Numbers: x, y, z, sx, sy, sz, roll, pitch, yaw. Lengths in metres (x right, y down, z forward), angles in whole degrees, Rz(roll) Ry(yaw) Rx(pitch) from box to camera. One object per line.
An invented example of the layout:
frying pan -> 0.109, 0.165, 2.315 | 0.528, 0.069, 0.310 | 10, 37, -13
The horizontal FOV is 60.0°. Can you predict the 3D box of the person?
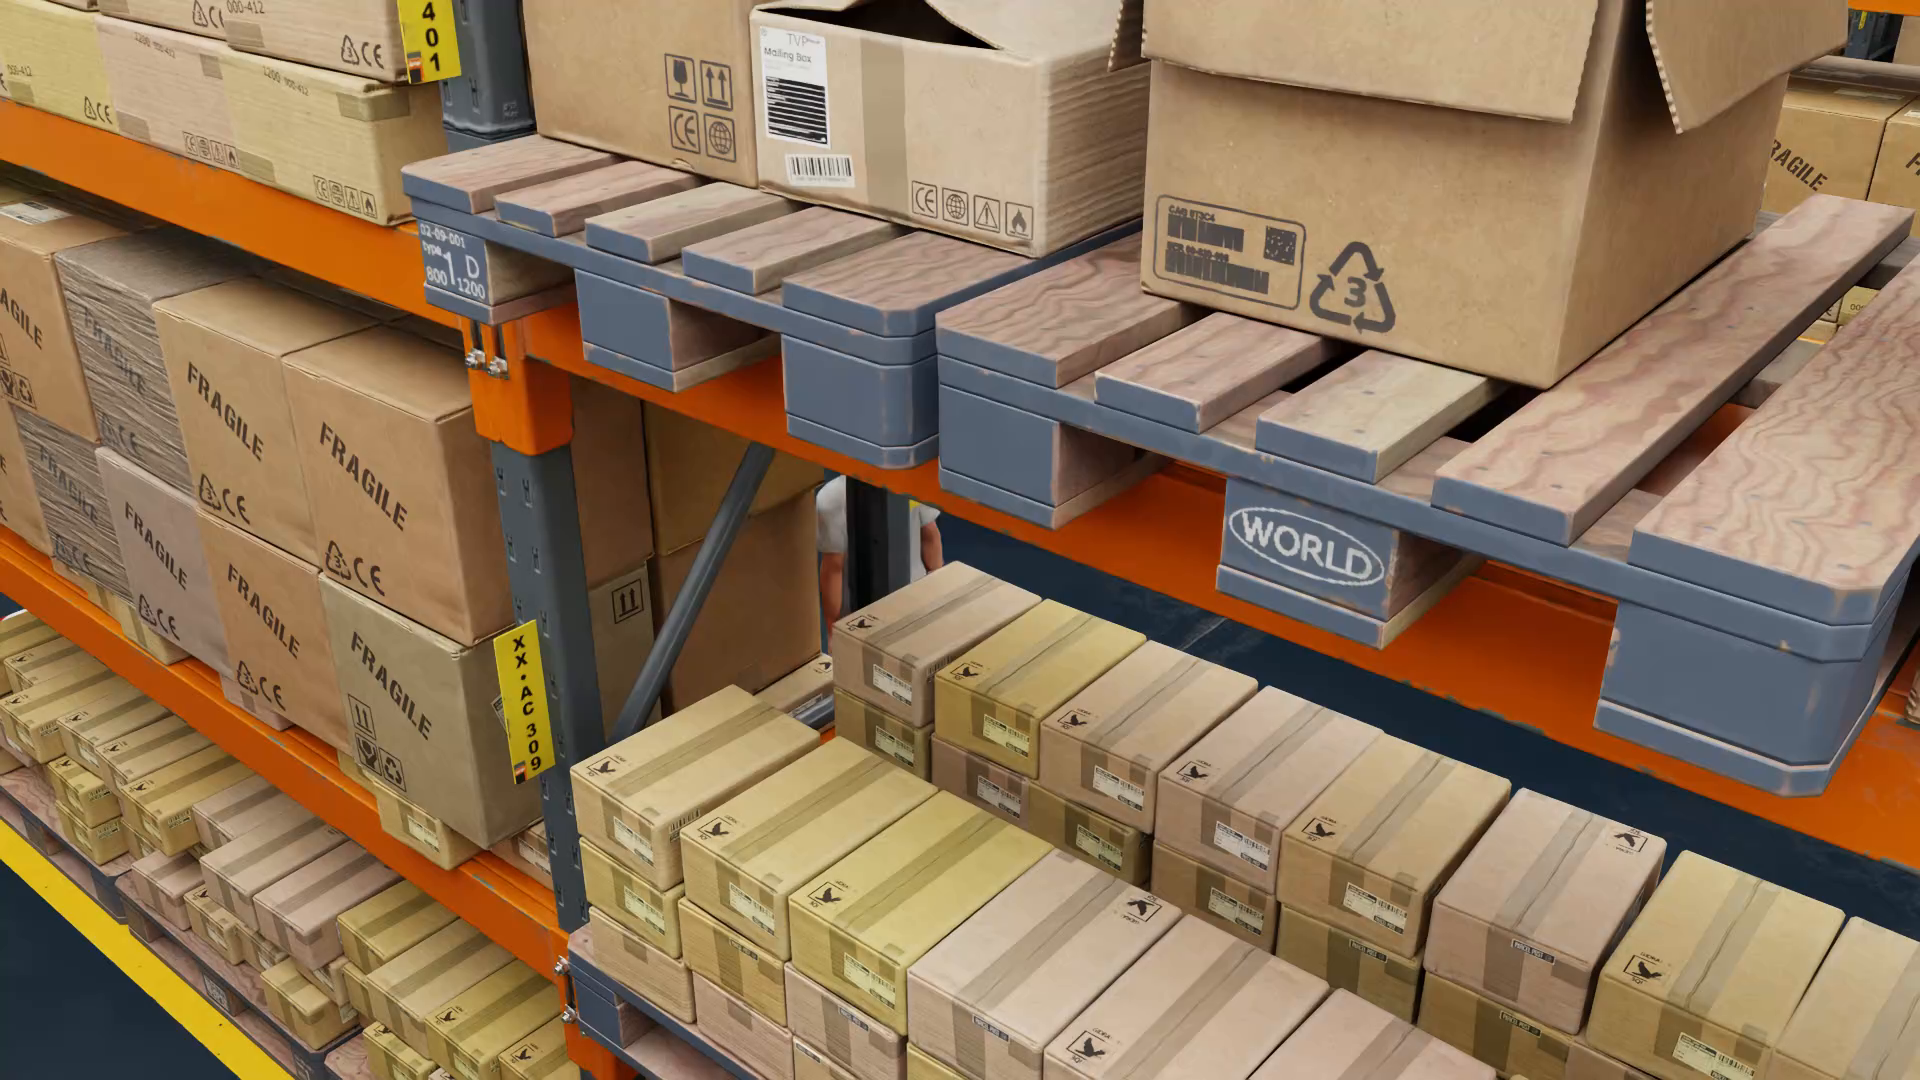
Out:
person -> -0.226, 0.284, 5.583 | 0.497, 1.658, 0.562 | -13, 30, -23
